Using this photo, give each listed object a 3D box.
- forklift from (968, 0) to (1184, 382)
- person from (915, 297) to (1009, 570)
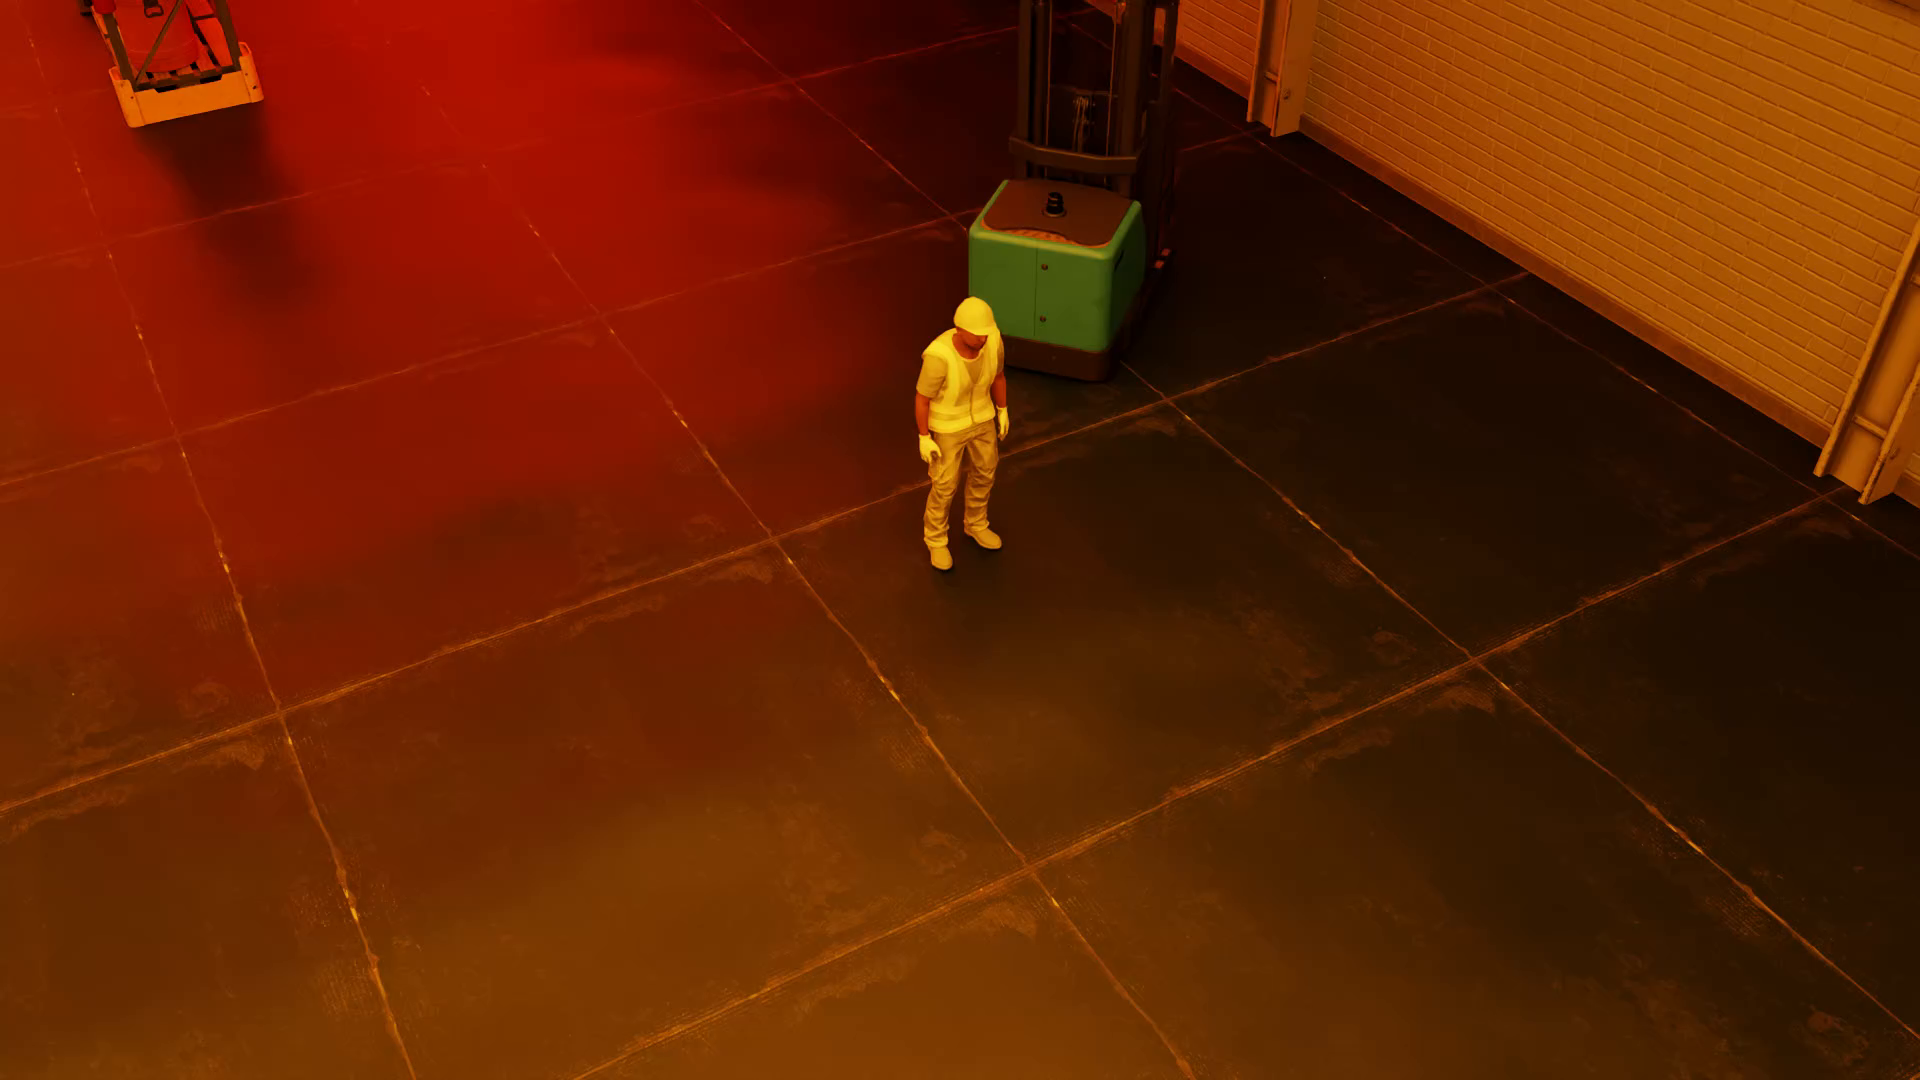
[{"bbox_3d":[1.014,-3.175,11.865,1.130,2.935,3.031,13,41,15],"label":"forklift"},{"bbox_3d":[0.025,-0.662,9.744,0.616,1.773,0.449,-22,44,-24],"label":"person"}]
